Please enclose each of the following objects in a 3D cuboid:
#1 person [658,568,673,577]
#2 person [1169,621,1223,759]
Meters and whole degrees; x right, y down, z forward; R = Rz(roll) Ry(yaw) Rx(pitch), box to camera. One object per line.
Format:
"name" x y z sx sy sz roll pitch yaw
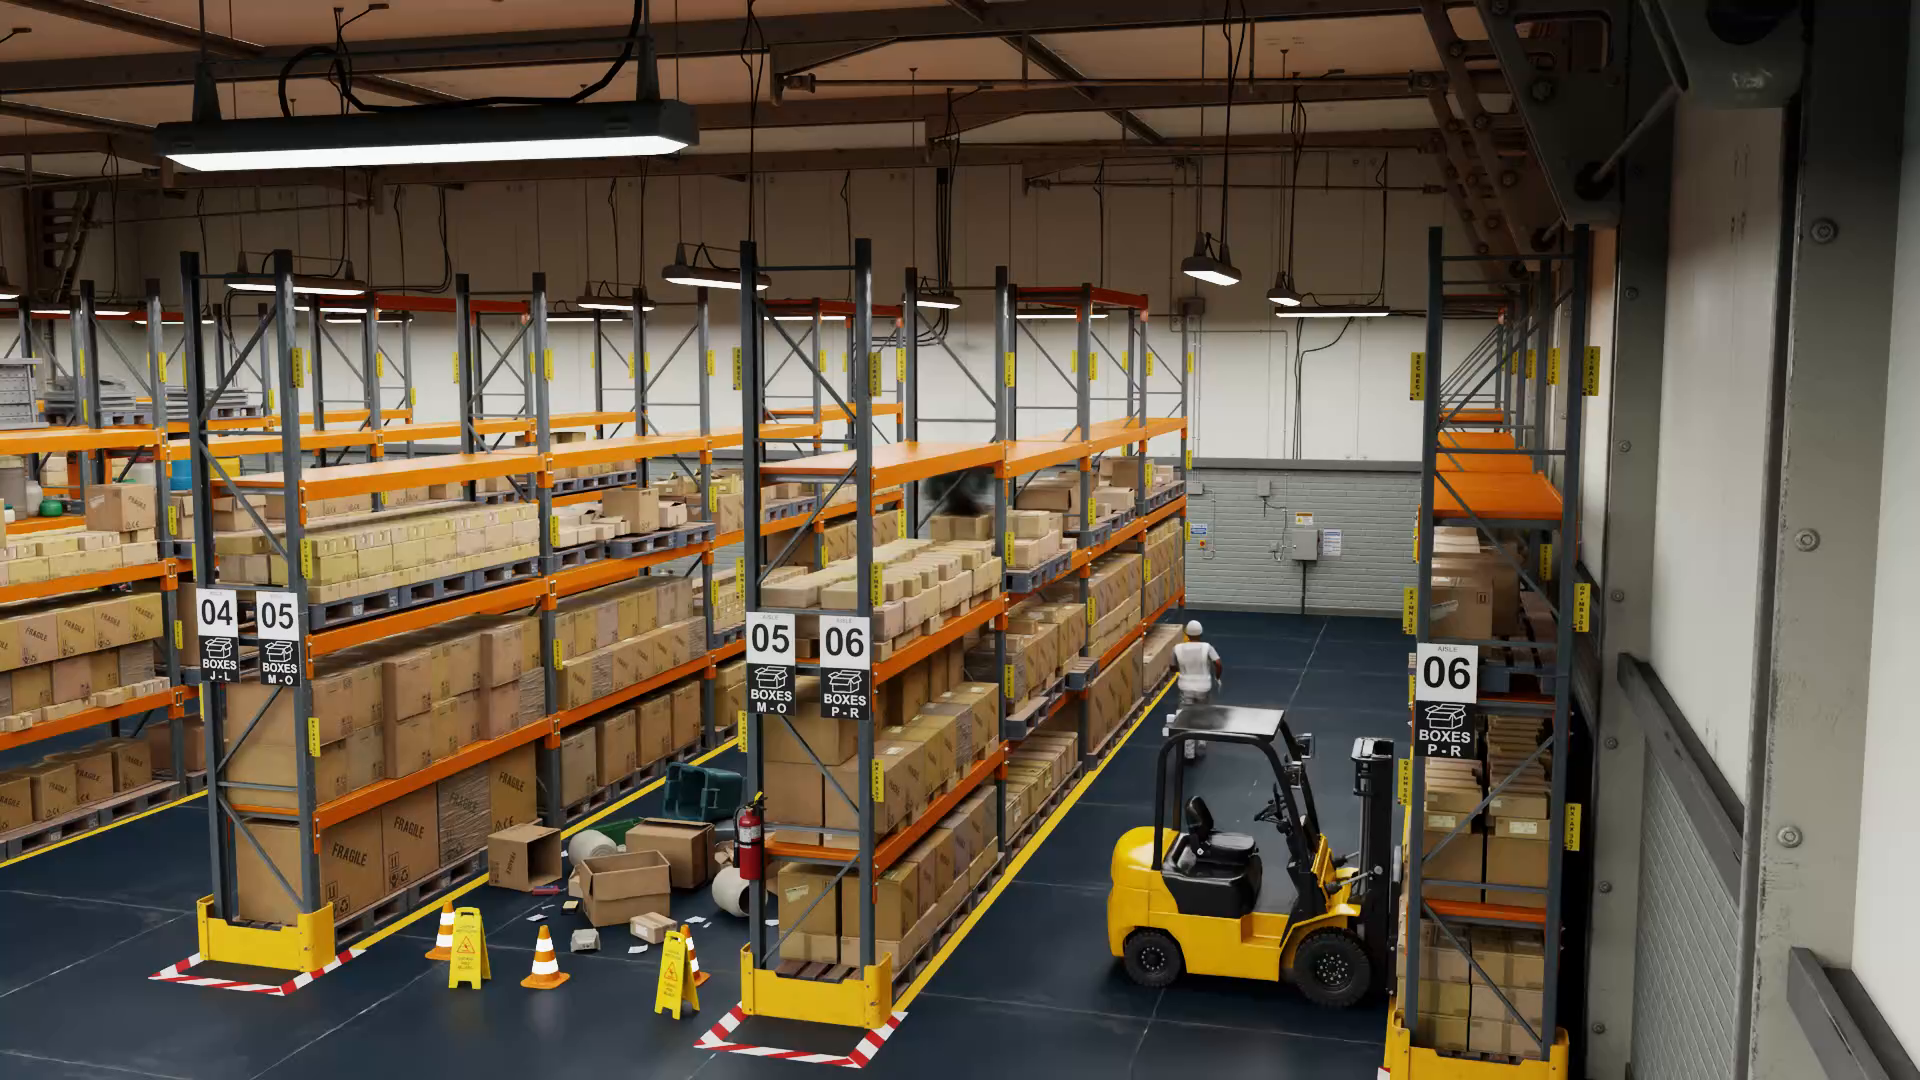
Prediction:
"person" -4.649 1.326 26.465 0.608 1.813 0.909 2 7 15
"person" 3.000 1.913 21.232 0.658 1.807 0.706 1 6 5
